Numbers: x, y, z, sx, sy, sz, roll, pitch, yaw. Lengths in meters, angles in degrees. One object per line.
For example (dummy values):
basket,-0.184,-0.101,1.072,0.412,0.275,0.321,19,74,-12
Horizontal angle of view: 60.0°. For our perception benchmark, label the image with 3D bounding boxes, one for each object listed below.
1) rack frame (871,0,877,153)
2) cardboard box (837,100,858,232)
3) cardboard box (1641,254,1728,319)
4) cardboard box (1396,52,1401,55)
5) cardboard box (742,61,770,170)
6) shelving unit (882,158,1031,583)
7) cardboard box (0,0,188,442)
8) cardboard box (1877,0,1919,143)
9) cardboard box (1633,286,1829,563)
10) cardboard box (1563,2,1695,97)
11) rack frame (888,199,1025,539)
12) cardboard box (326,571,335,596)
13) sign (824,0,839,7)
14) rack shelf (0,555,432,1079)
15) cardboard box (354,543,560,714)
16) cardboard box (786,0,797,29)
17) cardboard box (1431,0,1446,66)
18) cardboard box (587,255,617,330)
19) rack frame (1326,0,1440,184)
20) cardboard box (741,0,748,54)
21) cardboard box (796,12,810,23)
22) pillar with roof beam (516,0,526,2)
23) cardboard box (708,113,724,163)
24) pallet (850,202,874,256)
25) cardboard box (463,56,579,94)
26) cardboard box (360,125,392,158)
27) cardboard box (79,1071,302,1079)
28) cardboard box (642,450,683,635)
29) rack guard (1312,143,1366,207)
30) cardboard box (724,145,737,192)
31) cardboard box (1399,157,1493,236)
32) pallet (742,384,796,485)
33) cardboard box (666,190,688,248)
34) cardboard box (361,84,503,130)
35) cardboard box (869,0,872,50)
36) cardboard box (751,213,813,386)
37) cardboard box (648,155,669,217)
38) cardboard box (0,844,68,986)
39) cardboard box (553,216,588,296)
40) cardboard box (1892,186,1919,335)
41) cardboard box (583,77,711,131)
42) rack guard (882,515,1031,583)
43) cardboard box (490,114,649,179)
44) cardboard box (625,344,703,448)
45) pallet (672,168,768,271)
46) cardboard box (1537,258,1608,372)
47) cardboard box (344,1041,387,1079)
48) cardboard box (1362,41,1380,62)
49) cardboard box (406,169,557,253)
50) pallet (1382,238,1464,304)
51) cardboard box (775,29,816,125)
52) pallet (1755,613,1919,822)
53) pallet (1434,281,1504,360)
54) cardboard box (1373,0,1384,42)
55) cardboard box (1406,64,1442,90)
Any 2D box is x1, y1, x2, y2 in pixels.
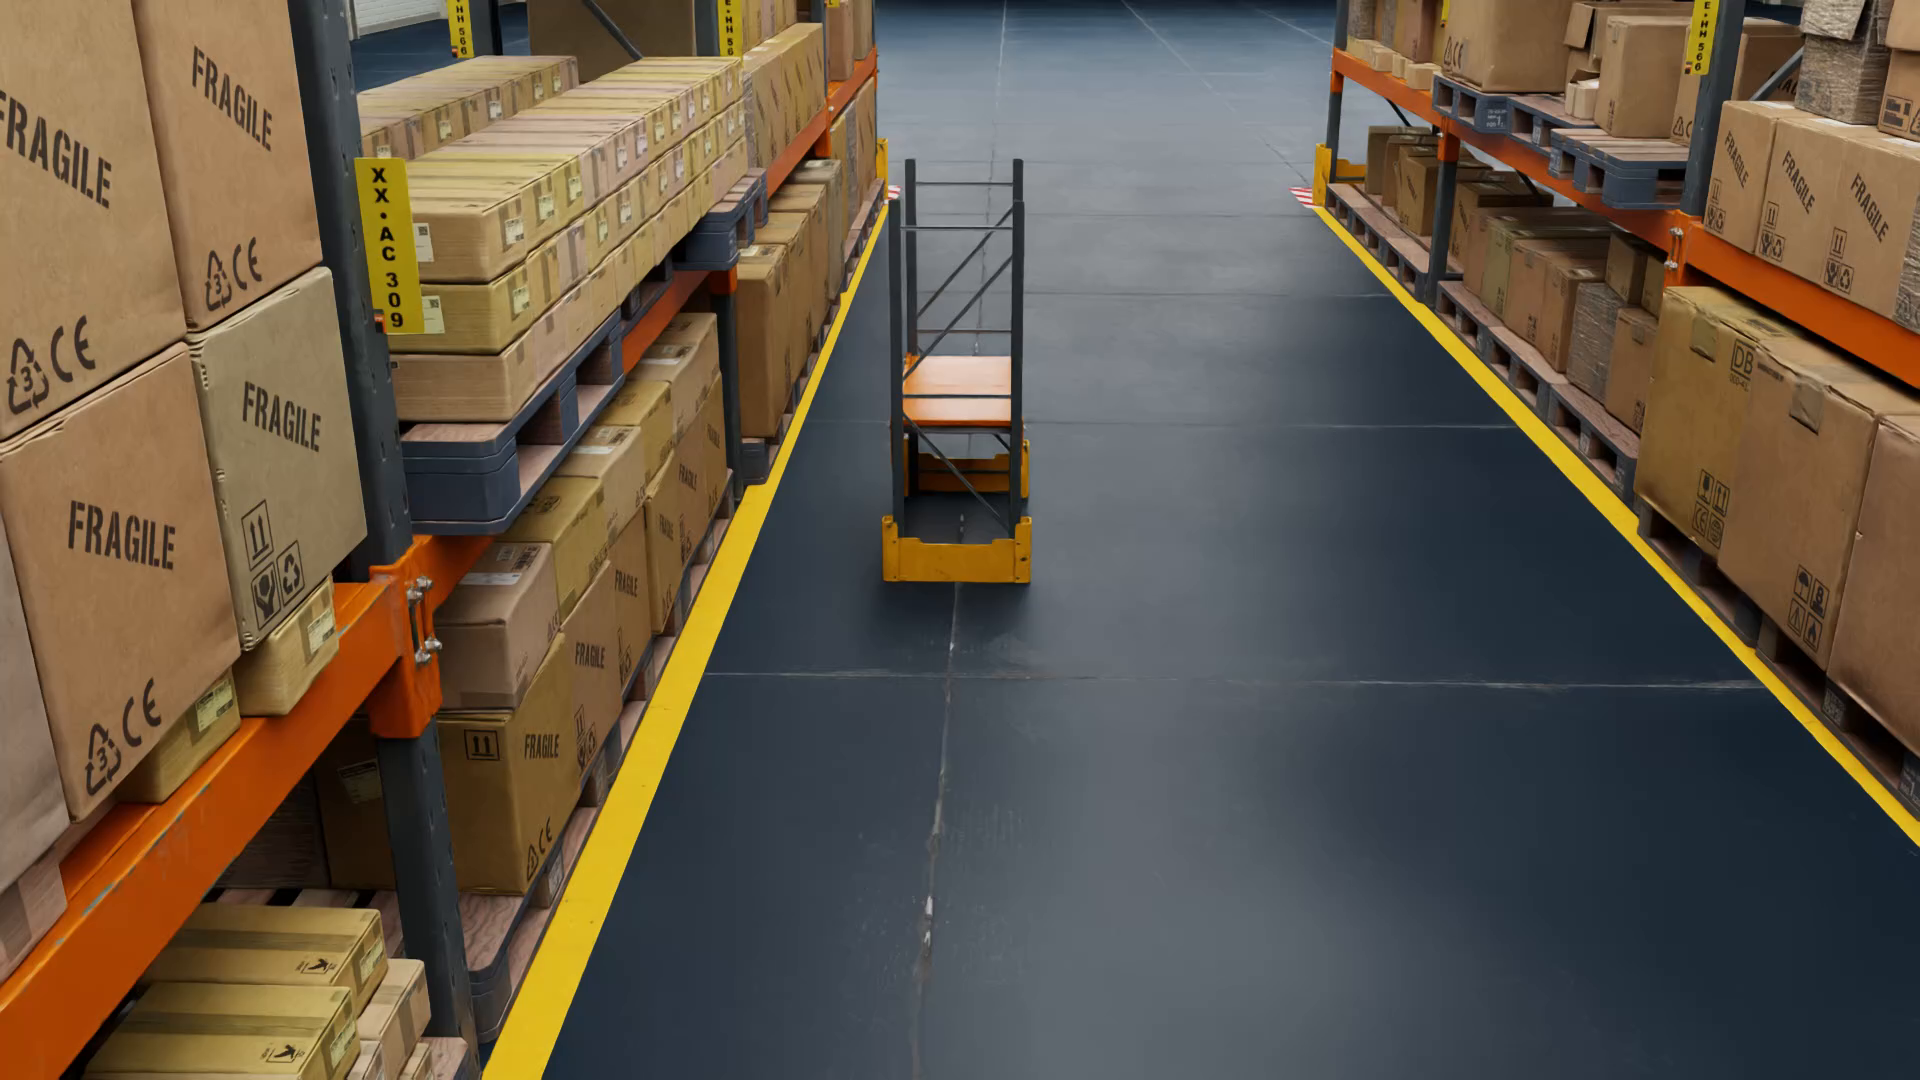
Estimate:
rack frame,-1.238,-4.482,14.433,1.000,3.000,0.127,1,21,2
cardboard box,-1.247,-2.793,12.438,0.875,0.875,0.875,1,21,2
cardboard box,3.463,-1.130,7.606,0.500,0.250,0.500,1,21,4
cardboard box,3.452,-3.540,12.353,0.380,0.149,0.250,1,21,2
cardboard box,-1.186,-1.979,7.845,0.500,0.500,0.500,0,21,1
shelving unit,0.002,-0.727,6.829,0.587,1.500,1.083,1,21,2
cardboard box,-1.358,-0.435,2.071,0.500,0.500,0.500,0,21,0
cardboard box,3.412,-1.513,5.256,0.797,0.503,0.637,1,21,3
cardboard box,3.431,-0.454,6.409,1.225,0.875,0.875,0,21,-1
cardboard box,3.634,-2.561,8.758,0.797,0.503,0.637,3,21,7
rack frame,-0.013,-0.546,6.363,0.500,1.500,0.032,1,21,2
cardboard box,-1.378,0.080,3.024,0.380,0.149,0.250,0,21,1
sign,-0.817,-3.536,10.504,0.100,0.325,0.005,1,21,2
rack shelf,-1.664,0.915,1.517,1.077,0.370,4.000,1,21,2
cardboard box,-1.317,0.213,4.173,0.500,0.250,0.500,0,21,-1
cardboard box,-1.369,-3.369,10.044,0.700,0.500,0.500,0,21,1
cardboard box,3.720,-3.472,11.282,0.875,0.500,0.500,1,21,2
cardboard box,-1.109,-0.641,4.300,0.380,0.149,0.250,1,21,2
rack frame,3.716,-4.391,14.198,1.000,3.000,0.127,1,21,2
cardboard box,-1.431,-2.633,8.147,0.700,0.500,0.500,0,21,1
cardboard box,-1.361,-3.239,11.023,0.875,0.550,0.550,1,21,2
pillar with roof beam,-6.857,-17.908,40.742,9.100,9.000,0.400,1,21,2
cardboard box,-1.053,-1.431,5.927,0.380,0.149,0.250,1,21,3
pallet,-1.224,-2.452,13.056,1.003,0.211,1.213,1,21,2
cardboard box,-1.690,-1.779,6.411,0.380,0.149,0.250,1,21,2
cardboard box,-1.750,-1.021,4.457,0.380,0.149,0.250,0,21,0
cardboard box,-1.323,1.027,2.773,0.380,0.149,0.250,0,21,1
cardboard box,-1.260,0.000,5.757,0.500,0.500,0.500,0,21,-1
rack guard,3.714,-3.198,14.580,1.175,0.500,0.348,1,21,2
cardboard box,-1.047,-1.395,6.244,0.380,0.149,0.250,1,21,1
cardboard box,3.597,-2.552,12.333,0.500,0.500,0.500,-1,21,-3
pallet,-1.382,-0.574,8.215,1.003,0.211,1.213,1,21,2
cardboard box,-1.082,-1.021,5.280,0.380,0.149,0.250,1,21,3
cardboard box,-1.722,-1.401,5.437,0.380,0.149,0.250,2,21,4
cardboard box,-1.204,-4.417,14.059,0.875,0.550,0.550,1,21,2
cardboard box,-1.350,-1.272,8.689,1.050,0.750,0.750,1,21,2
cardboard box,-1.086,-1.063,4.978,0.380,0.149,0.250,0,21,1
cardboard box,-1.356,0.462,2.040,0.380,0.149,0.250,0,21,-1
cardboard box,-1.118,-0.685,4.003,0.380,0.149,0.250,1,21,3
cardboard box,3.143,-0.820,4.856,0.500,0.500,0.500,1,21,2
cardboard box,-1.061,-1.481,5.644,0.380,0.149,0.250,1,21,3
rack guard,-0.013,0.036,6.591,0.587,0.250,0.087,1,21,2
cardboard box,-1.093,-1.104,4.672,0.380,0.149,0.250,1,21,4
cardboard box,-1.245,-0.537,6.103,0.500,0.250,0.500,1,21,2
pallet,-1.397,-1.241,6.346,1.213,0.211,1.003,1,21,2
cardboard box,3.488,-1.186,8.787,0.700,0.500,0.500,2,21,6
cardboard box,-1.291,1.067,3.082,0.380,0.149,0.250,0,21,-1
cardboard box,3.433,-3.902,13.286,0.380,0.149,0.250,1,21,2
cardboard box,-1.129,-0.737,3.727,0.380,0.149,0.250,1,21,3
pallet,3.580,-1.888,11.602,1.003,0.211,1.213,1,21,2
cardboard box,-1.124,-2.708,9.723,0.500,0.500,0.500,0,21,1
pallet,3.334,0.526,5.382,1.003,0.211,1.213,1,21,2
pallet,3.572,-1.363,10.250,1.003,0.211,1.213,1,21,2
cardboard box,3.777,-4.195,13.145,0.875,0.500,0.500,1,21,2
cardboard box,3.288,-3.180,11.425,0.380,0.149,0.250,1,21,2
